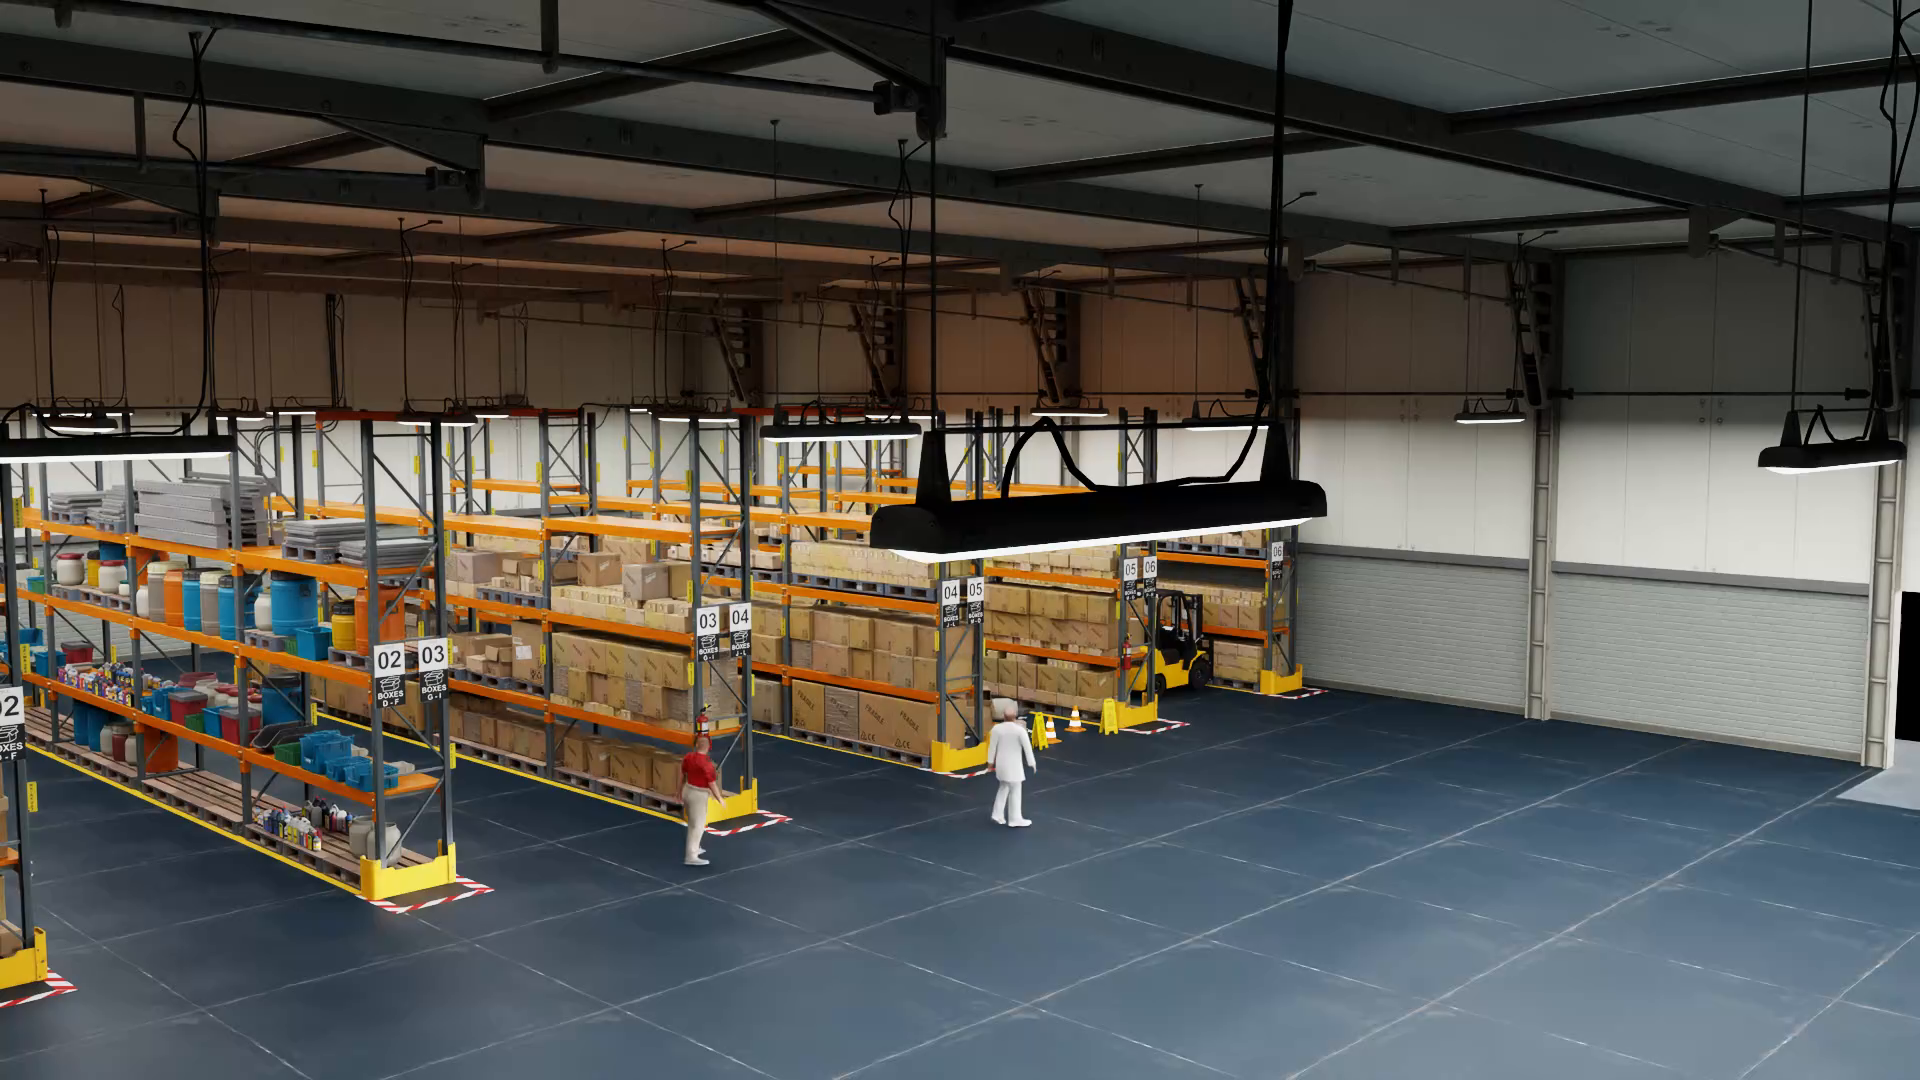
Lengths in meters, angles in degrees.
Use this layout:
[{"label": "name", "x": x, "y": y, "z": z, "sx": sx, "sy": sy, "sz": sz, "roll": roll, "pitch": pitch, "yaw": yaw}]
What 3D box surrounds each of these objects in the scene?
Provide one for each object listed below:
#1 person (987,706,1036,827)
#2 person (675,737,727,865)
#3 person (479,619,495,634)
[{"label": "person", "x": 0.752, "y": 3.308, "z": 24.304, "sx": 0.669, "sy": 1.816, "sz": 0.556, "roll": 5, "pitch": 7, "yaw": 42}, {"label": "person", "x": -3.559, "y": 3.516, "z": 22.516, "sx": 0.600, "sy": 1.755, "sz": 0.726, "roll": -4, "pitch": 6, "yaw": -38}, {"label": "person", "x": -11.878, "y": 1.831, "z": 41.356, "sx": 0.603, "sy": 1.705, "sz": 0.555, "roll": -3, "pitch": 6, "yaw": -31}]
